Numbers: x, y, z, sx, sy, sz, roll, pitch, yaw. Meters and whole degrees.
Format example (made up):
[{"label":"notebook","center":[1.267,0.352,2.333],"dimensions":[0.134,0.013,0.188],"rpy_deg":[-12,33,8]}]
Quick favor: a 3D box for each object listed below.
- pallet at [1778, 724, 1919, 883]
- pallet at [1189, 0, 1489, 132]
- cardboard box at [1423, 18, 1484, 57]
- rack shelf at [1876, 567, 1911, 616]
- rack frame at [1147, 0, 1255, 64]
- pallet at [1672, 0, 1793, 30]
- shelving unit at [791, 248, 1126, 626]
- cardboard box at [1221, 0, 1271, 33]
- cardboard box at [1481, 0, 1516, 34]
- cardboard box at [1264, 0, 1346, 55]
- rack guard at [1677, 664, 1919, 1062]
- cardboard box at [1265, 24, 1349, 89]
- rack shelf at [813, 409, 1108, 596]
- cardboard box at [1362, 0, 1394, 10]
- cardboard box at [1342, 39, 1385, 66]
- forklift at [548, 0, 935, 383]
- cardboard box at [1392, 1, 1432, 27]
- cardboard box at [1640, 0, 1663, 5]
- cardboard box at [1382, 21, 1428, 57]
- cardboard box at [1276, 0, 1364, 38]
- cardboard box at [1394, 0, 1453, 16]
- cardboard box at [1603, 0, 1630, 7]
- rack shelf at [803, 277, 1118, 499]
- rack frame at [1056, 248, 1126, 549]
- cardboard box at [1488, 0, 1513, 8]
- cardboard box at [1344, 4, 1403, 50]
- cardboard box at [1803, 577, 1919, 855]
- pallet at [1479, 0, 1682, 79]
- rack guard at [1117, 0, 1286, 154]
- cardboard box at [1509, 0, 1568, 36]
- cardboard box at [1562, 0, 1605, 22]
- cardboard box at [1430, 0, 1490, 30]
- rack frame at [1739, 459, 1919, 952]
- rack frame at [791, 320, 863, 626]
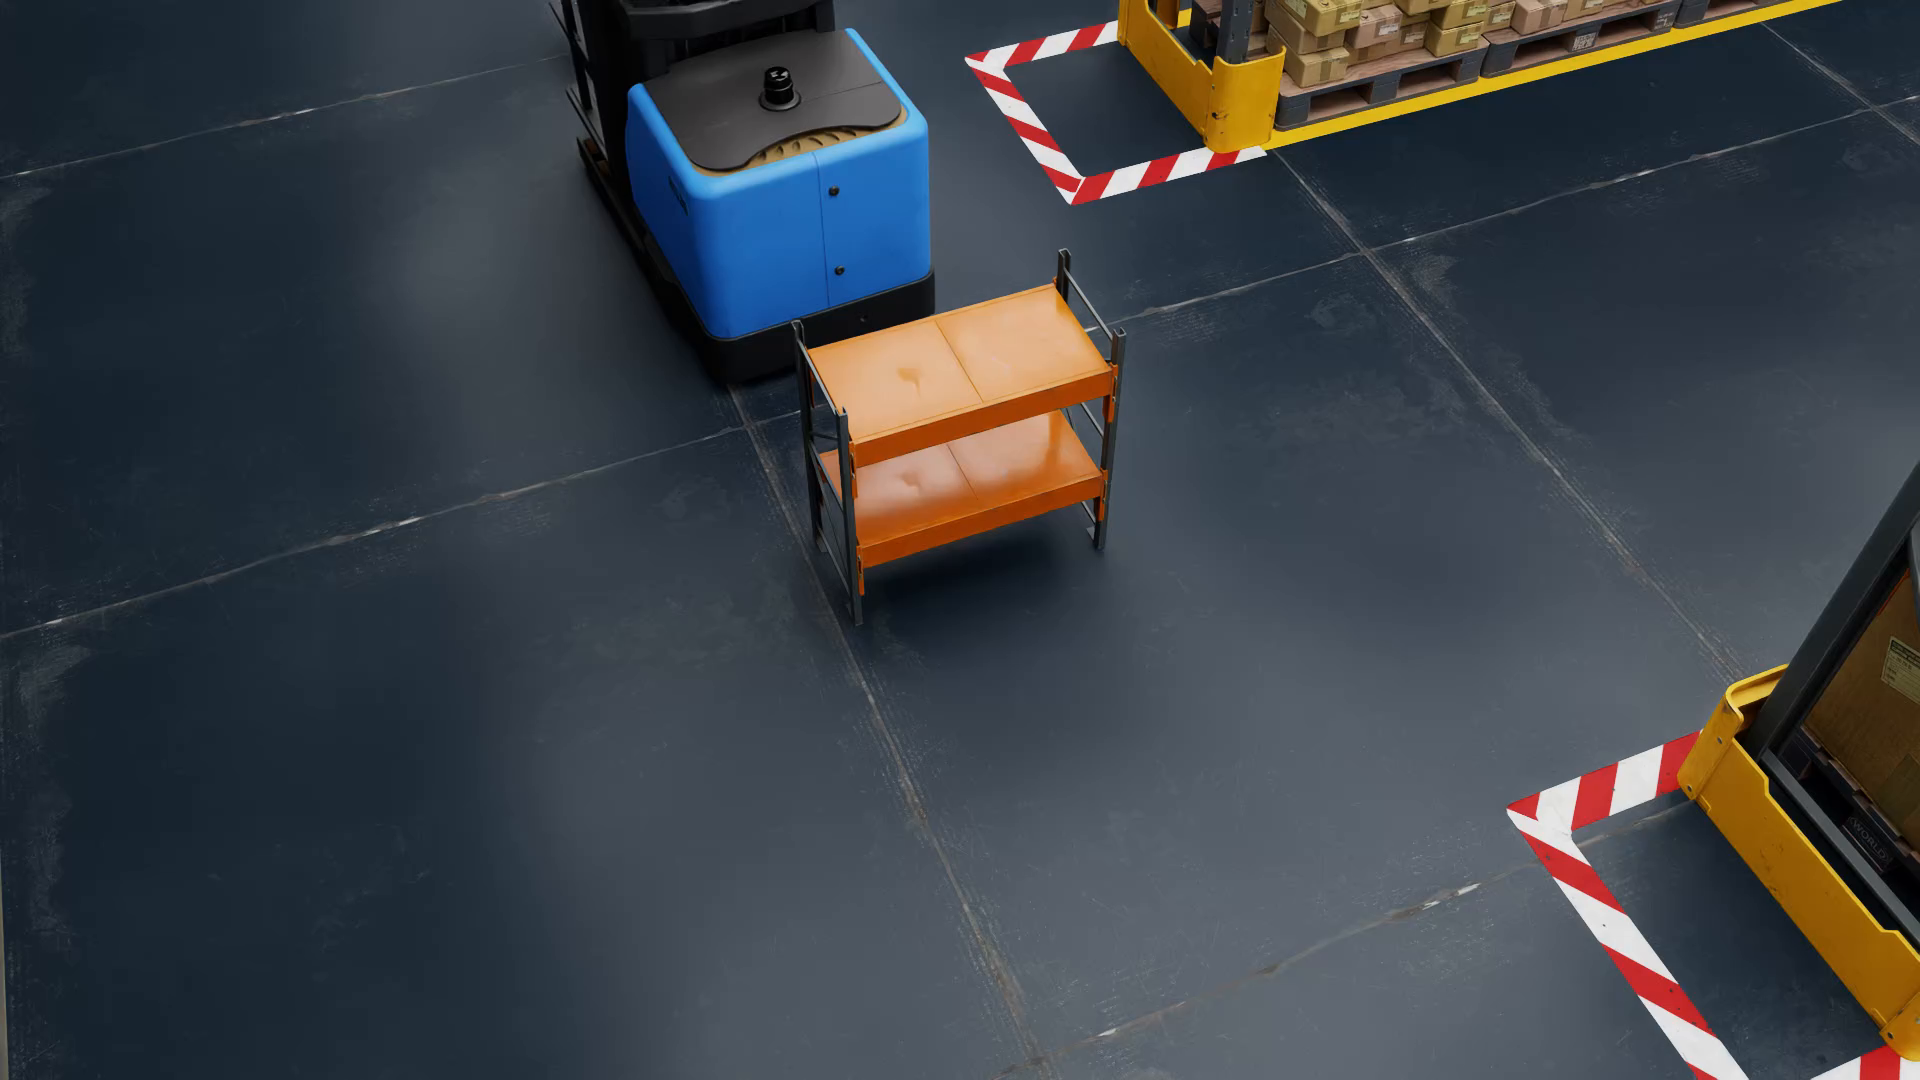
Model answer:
[{"label":"pallet","center":[3.621,0.825,5.744],"dimensions":[1.213,0.211,1.003],"rpy_deg":[-17,52,-14]},{"label":"pallet","center":[1.964,-2.634,8.713],"dimensions":[1.213,0.211,1.003],"rpy_deg":[-17,52,-14]},{"label":"cardboard box","center":[2.451,-2.651,8.492],"dimensions":[0.250,0.149,0.380],"rpy_deg":[-17,51,-14]},{"label":"rack shelf","center":[4.762,-0.139,5.207],"dimensions":[4.000,0.370,1.077],"rpy_deg":[-17,52,-14]},{"label":"rack frame","center":[1.128,-3.312,7.458],"dimensions":[0.127,3.000,1.000],"rpy_deg":[-17,52,-14]},{"label":"pallet","center":[4.223,-3.334,9.314],"dimensions":[1.213,0.211,1.003],"rpy_deg":[-17,52,-14]},{"label":"shelving unit","center":[-0.006,-0.365,6.162],"dimensions":[1.048,1.125,0.538],"rpy_deg":[-17,52,-14]},{"label":"cardboard box","center":[1.537,-2.818,8.636],"dimensions":[0.250,0.149,0.380],"rpy_deg":[-16,51,-14]},{"label":"cardboard box","center":[2.651,-2.791,8.612],"dimensions":[0.250,0.149,0.380],"rpy_deg":[-17,51,-14]},{"label":"cardboard box","center":[1.711,-2.587,8.242],"dimensions":[0.250,0.149,0.380],"rpy_deg":[-15,51,-13]},{"label":"rack guard","center":[2.888,1.022,5.384],"dimensions":[0.348,0.500,1.175],"rpy_deg":[-17,52,-14]},{"label":"cardboard box","center":[1.734,-2.446,8.316],"dimensions":[0.250,0.149,0.380],"rpy_deg":[-16,51,-14]},{"label":"rack shelf","center":[-0.006,-0.205,6.348],"dimensions":[1.000,0.278,0.538],"rpy_deg":[-17,52,-14]},{"label":"cardboard box","center":[1.952,-2.789,8.219],"dimensions":[0.250,0.149,0.380],"rpy_deg":[-16,51,-14]},{"label":"cardboard box","center":[1.946,-2.578,8.430],"dimensions":[0.250,0.149,0.380],"rpy_deg":[-17,52,-14]},{"label":"forklift","center":[-1.206,-2.757,7.026],"dimensions":[1.130,2.935,3.031],"rpy_deg":[-20,52,-16]},{"label":"cardboard box","center":[2.179,-2.758,8.389],"dimensions":[0.250,0.149,0.380],"rpy_deg":[-17,51,-14]},{"label":"cardboard box","center":[3.639,-3.019,8.808],"dimensions":[0.250,0.149,0.380],"rpy_deg":[-17,52,-14]},{"label":"cardboard box","center":[2.173,-2.654,8.495],"dimensions":[0.250,0.149,0.380],"rpy_deg":[-17,51,-14]},{"label":"cardboard box","center":[1.742,-2.626,8.079],"dimensions":[0.250,0.149,0.380],"rpy_deg":[-19,52,-16]},{"label":"cardboard box","center":[2.233,-2.771,8.204],"dimensions":[0.250,0.149,0.380],"rpy_deg":[-17,52,-14]},{"label":"cardboard box","center":[3.372,-2.991,8.785],"dimensions":[0.250,0.149,0.380],"rpy_deg":[-16,51,-14]},{"label":"rack shelf","center":[-0.006,-0.555,5.940],"dimensions":[1.000,0.278,0.538],"rpy_deg":[-17,52,-14]},{"label":"rack frame","center":[0.464,-0.510,6.288],"dimensions":[0.032,1.125,0.500],"rpy_deg":[-17,52,-14]},{"label":"cardboard box","center":[2.667,-2.899,8.509],"dimensions":[0.250,0.149,0.380],"rpy_deg":[-19,52,-16]},{"label":"cardboard box","center":[1.985,-2.626,8.275],"dimensions":[0.250,0.149,0.380],"rpy_deg":[-17,52,-14]},{"label":"cardboard box","center":[3.472,0.516,5.294],"dimensions":[0.875,0.875,0.875],"rpy_deg":[-17,52,-14]},{"label":"pallet","center":[3.092,-2.981,9.011],"dimensions":[1.213,0.211,1.003],"rpy_deg":[-17,52,-14]},{"label":"rack guard","center":[1.199,-2.520,8.425],"dimensions":[0.348,0.500,1.175],"rpy_deg":[-17,52,-14]},{"label":"cardboard box","center":[2.915,-2.801,8.621],"dimensions":[0.250,0.149,0.380],"rpy_deg":[-20,52,-16]},{"label":"cardboard box","center":[3.161,-2.899,8.705],"dimensions":[0.250,0.149,0.380],"rpy_deg":[-17,52,-14]},{"label":"cardboard box","center":[2.457,-2.756,8.386],"dimensions":[0.250,0.149,0.380],"rpy_deg":[-16,51,-13]},{"label":"rack frame","center":[2.910,0.200,4.441],"dimensions":[0.127,3.000,1.000],"rpy_deg":[-17,52,-14]},{"label":"rack frame","center":[-0.477,-0.219,6.037],"dimensions":[0.032,1.125,0.500],"rpy_deg":[-17,52,-14]}]
